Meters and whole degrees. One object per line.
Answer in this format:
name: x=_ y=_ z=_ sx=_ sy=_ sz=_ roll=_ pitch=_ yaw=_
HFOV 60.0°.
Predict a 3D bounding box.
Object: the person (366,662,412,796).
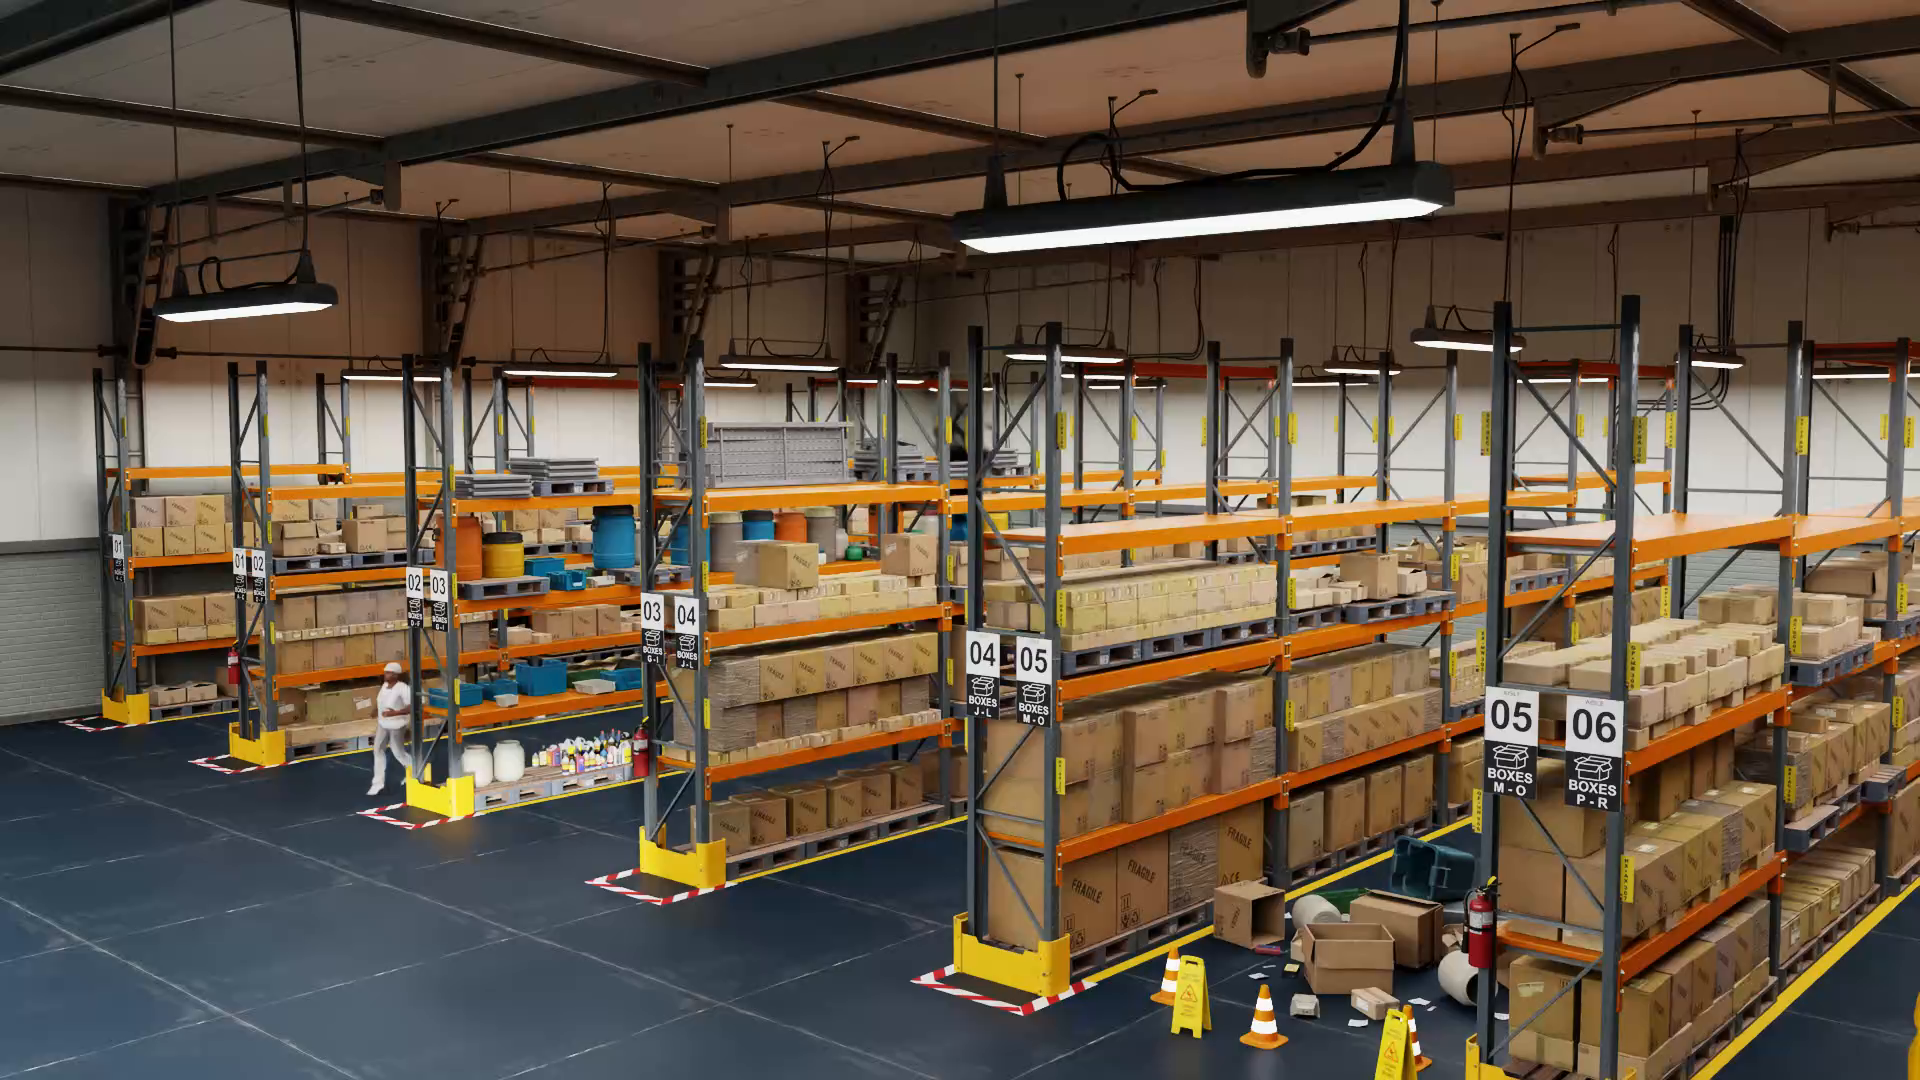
person: x=-7.819 y=2.599 z=22.986 sx=0.738 sy=1.826 sz=0.823 roll=3 pitch=5 yaw=32
